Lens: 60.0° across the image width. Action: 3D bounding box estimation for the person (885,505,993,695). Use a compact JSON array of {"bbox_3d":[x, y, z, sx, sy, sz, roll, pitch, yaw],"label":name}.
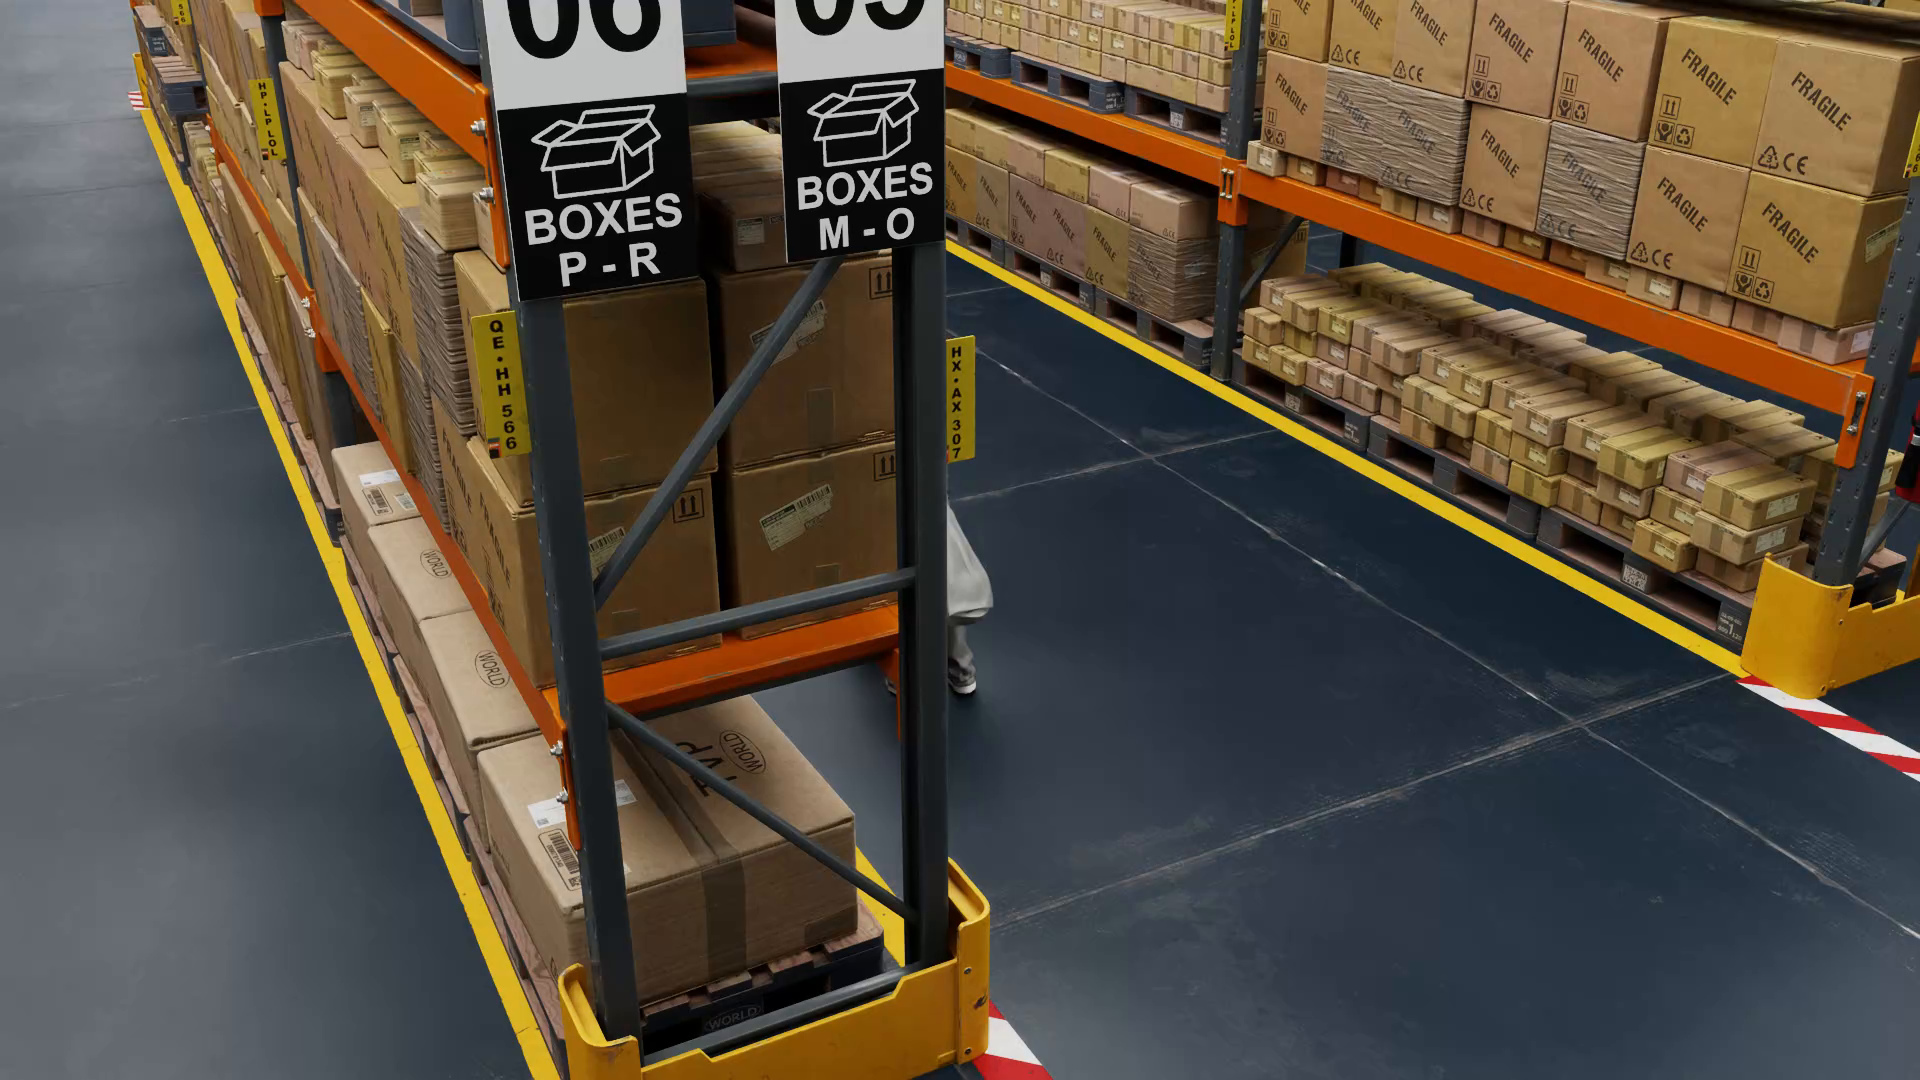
[{"bbox_3d":[-0.185,0.159,6.595,0.447,0.903,0.807,-13,29,-25],"label":"person"}]
